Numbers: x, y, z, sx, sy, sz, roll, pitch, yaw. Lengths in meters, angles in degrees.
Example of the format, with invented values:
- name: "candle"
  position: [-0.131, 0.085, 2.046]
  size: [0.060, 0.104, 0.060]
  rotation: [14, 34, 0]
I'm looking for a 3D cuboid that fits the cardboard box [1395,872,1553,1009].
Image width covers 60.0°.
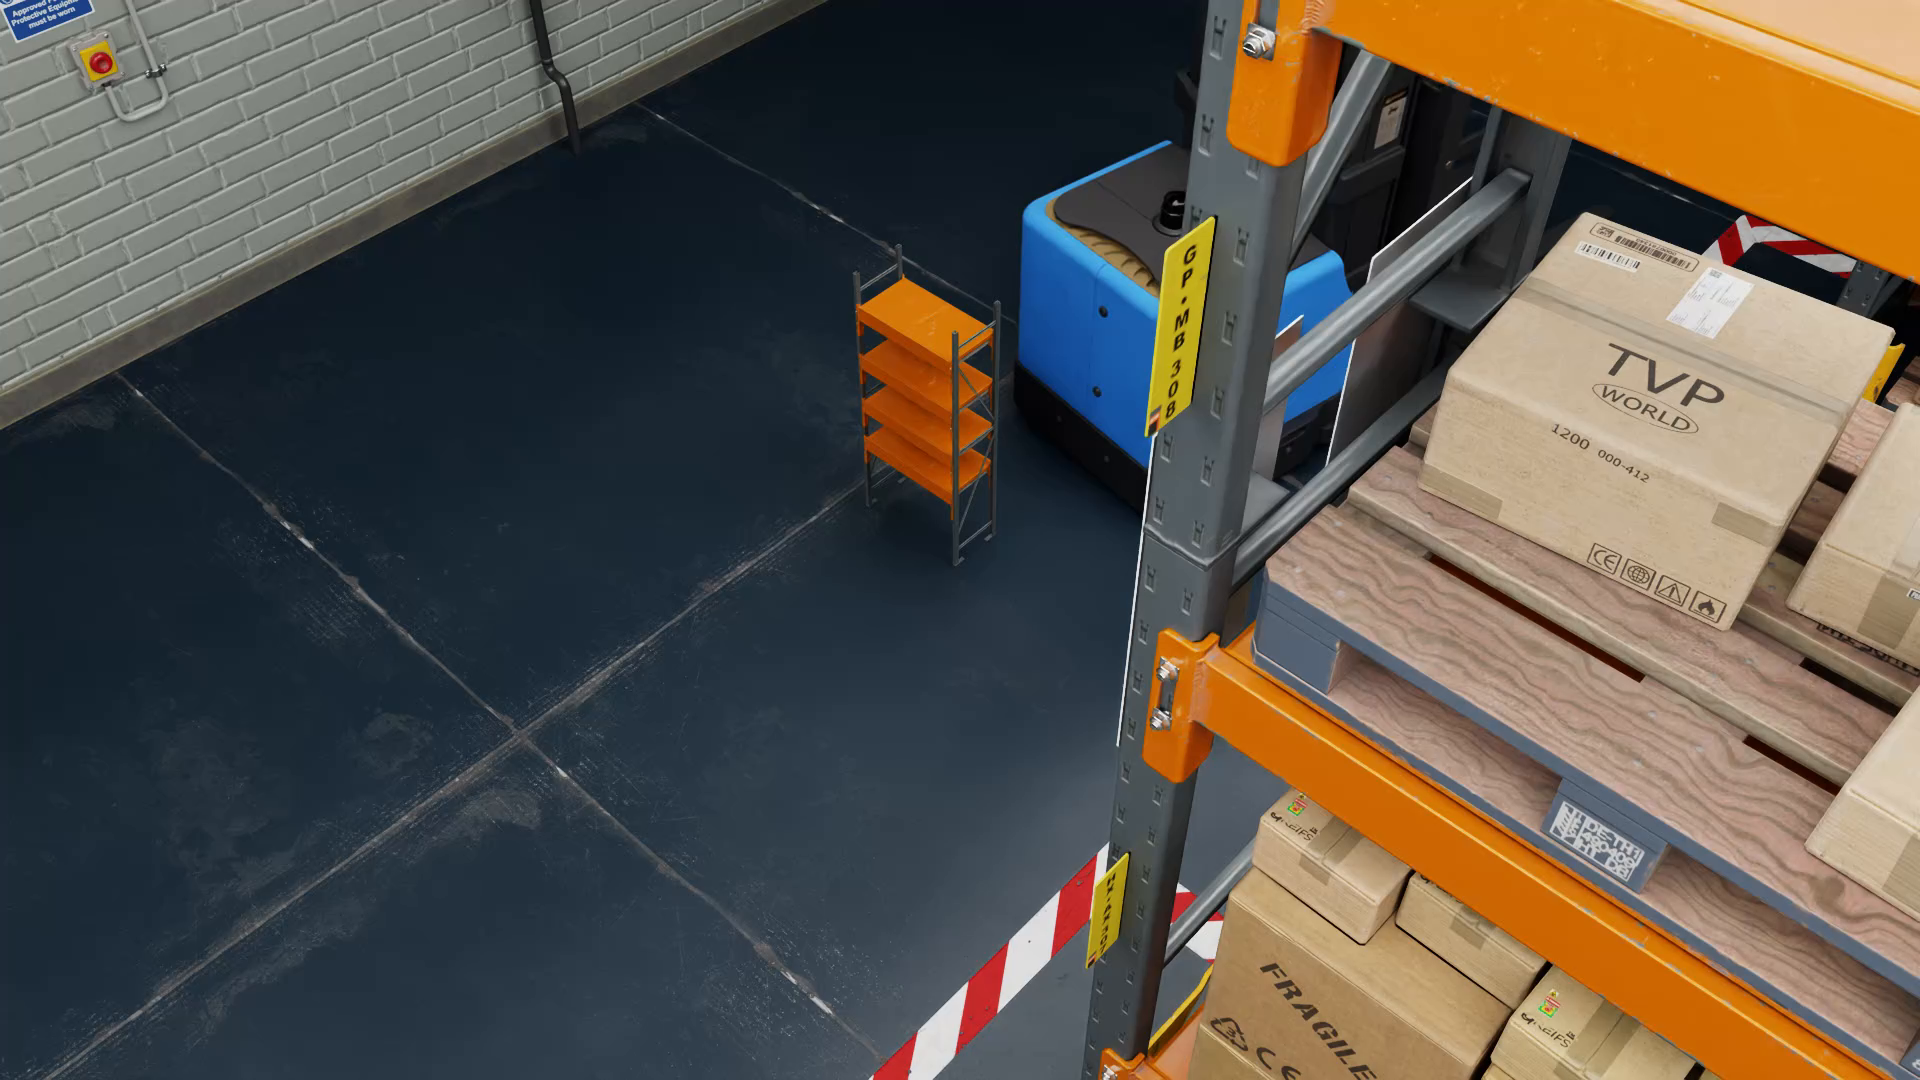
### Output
- name: "cardboard box"
  position: [0.990, 0.595, 2.935]
  size: [0.250, 0.149, 0.380]
  rotation: [35, 56, 28]

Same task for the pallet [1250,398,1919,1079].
- name: "pallet"
  position: [1.228, 0.143, 2.562]
  size: [1.213, 0.211, 1.003]
  rotation: [34, 55, 28]

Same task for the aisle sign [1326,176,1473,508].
- name: "aisle sign"
  position: [0.833, -0.314, 3.204]
  size: [0.004, 0.787, 0.394]
  rotation: [34, 55, 28]

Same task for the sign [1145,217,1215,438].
- name: "sign"
  position: [0.295, -0.281, 2.245]
  size: [0.005, 0.325, 0.100]
  rotation: [34, 55, 28]

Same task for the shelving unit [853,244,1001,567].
- name: "shelving unit"
  position: [-0.122, -0.493, 6.389]
  size: [0.503, 1.200, 0.258]
  rotation: [34, 55, 28]

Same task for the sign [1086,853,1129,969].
- name: "sign"
  position: [0.295, 0.749, 3.341]
  size: [0.005, 0.325, 0.100]
  rotation: [34, 55, 28]

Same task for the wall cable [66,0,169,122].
- name: "wall cable"
  position: [-3.484, -2.356, 6.186]
  size: [0.123, 1.953, 0.585]
  rotation: [34, 55, 28]

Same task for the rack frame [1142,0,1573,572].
- name: "rack frame"
  position: [0.676, -1.276, 1.775]
  size: [0.127, 3.000, 1.000]
  rotation: [34, 55, 28]

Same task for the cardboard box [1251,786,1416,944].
- name: "cardboard box"
  position: [0.749, 0.503, 3.020]
  size: [0.250, 0.149, 0.380]
  rotation: [35, 56, 28]

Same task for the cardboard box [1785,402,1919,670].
- name: "cardboard box"
  position: [1.430, -0.002, 2.452]
  size: [0.250, 0.149, 0.380]
  rotation: [30, 54, 25]

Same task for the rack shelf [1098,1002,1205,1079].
- name: "rack shelf"
  position: [2.146, 2.013, 3.296]
  size: [4.000, 0.370, 1.077]
  rotation: [34, 55, 28]

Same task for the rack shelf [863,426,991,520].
- name: "rack shelf"
  position: [-0.122, -0.311, 6.583]
  size: [0.480, 0.148, 0.258]
  rotation: [34, 55, 28]

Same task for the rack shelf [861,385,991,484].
- name: "rack shelf"
  position: [-0.122, -0.446, 6.438]
  size: [0.480, 0.148, 0.258]
  rotation: [34, 55, 28]

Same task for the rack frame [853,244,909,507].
- name: "rack frame"
  position: [-0.301, -0.613, 6.503]
  size: [0.015, 1.200, 0.240]
  rotation: [34, 55, 28]

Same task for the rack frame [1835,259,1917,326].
- name: "rack frame"
  position: [4.040, -1.883, 6.460]
  size: [0.127, 3.000, 1.000]
  rotation: [34, 55, 28]

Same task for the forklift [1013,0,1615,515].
- name: "forklift"
  position: [1.712, -1.948, 6.569]
  size: [3.031, 2.935, 1.130]
  rotation: [-29, 53, -24]

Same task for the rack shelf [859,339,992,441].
- name: "rack shelf"
  position: [-0.122, -0.600, 6.275]
  size: [0.480, 0.148, 0.258]
  rotation: [34, 55, 28]

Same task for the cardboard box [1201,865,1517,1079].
- name: "cardboard box"
  position: [0.835, 0.791, 3.195]
  size: [0.500, 0.500, 0.500]
  rotation: [33, 55, 27]

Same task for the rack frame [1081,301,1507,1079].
- name: "rack frame"
  position: [0.676, 0.778, 3.962]
  size: [0.127, 3.000, 1.000]
  rotation: [34, 55, 28]

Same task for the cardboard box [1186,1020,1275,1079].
- name: "cardboard box"
  position: [0.834, 1.135, 3.558]
  size: [0.500, 0.500, 0.500]
  rotation: [34, 55, 27]

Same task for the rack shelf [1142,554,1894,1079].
- name: "rack shelf"
  position: [2.146, 0.986, 2.202]
  size: [4.000, 0.370, 1.077]
  rotation: [34, 55, 28]

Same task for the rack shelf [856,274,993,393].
- name: "rack shelf"
  position: [-0.122, -0.762, 6.103]
  size: [0.480, 0.148, 0.258]
  rotation: [34, 55, 28]

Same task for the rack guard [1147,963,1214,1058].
- name: "rack guard"
  position: [0.658, 1.622, 4.884]
  size: [0.348, 0.500, 1.175]
  rotation: [34, 55, 28]

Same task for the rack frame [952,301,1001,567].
- name: "rack frame"
  position: [0.058, -0.372, 6.276]
  size: [0.015, 1.200, 0.240]
  rotation: [34, 55, 28]

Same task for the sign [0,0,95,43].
- name: "sign"
  position: [-3.561, -2.094, 6.474]
  size: [0.001, 0.218, 0.327]
  rotation: [34, 55, 28]

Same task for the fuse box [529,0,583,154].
- name: "fuse box"
  position: [-1.952, -2.610, 8.027]
  size: [0.414, 1.711, 0.539]
  rotation: [34, 55, 28]

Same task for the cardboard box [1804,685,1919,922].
- name: "cardboard box"
  position: [1.319, 0.320, 2.150]
  size: [0.250, 0.149, 0.380]
  rotation: [36, 56, 29]

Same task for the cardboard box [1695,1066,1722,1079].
- name: "cardboard box"
  position: [1.309, 0.905, 2.643]
  size: [0.250, 0.149, 0.380]
  rotation: [32, 55, 27]

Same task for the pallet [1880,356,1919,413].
- name: "pallet"
  position: [4.682, -0.497, 7.072]
  size: [1.213, 0.211, 1.003]
  rotation: [34, 55, 28]

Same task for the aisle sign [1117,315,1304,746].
- name: "aisle sign"
  position: [0.426, 0.008, 2.902]
  size: [0.004, 0.787, 0.394]
  rotation: [34, 55, 28]

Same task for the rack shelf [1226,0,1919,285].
- name: "rack shelf"
  position: [2.146, 0.097, 1.255]
  size: [4.000, 0.370, 1.077]
  rotation: [34, 55, 28]

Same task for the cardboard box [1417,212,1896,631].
- name: "cardboard box"
  position: [1.068, -0.201, 2.570]
  size: [0.500, 0.250, 0.500]
  rotation: [29, 53, 25]

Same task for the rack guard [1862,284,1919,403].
- name: "rack guard"
  position: [4.095, -0.990, 7.336]
  size: [0.348, 0.500, 1.175]
  rotation: [34, 55, 28]

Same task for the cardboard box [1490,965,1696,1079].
- name: "cardboard box"
  position: [1.103, 0.785, 2.756]
  size: [0.250, 0.149, 0.380]
  rotation: [36, 56, 29]

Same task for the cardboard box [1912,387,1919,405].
- name: "cardboard box"
  position: [4.425, -0.819, 6.886]
  size: [0.637, 0.503, 0.797]
  rotation: [32, 54, 26]

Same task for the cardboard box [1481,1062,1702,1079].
- name: "cardboard box"
  position: [1.220, 1.043, 2.959]
  size: [0.500, 0.500, 0.500]
  rotation: [32, 55, 27]
